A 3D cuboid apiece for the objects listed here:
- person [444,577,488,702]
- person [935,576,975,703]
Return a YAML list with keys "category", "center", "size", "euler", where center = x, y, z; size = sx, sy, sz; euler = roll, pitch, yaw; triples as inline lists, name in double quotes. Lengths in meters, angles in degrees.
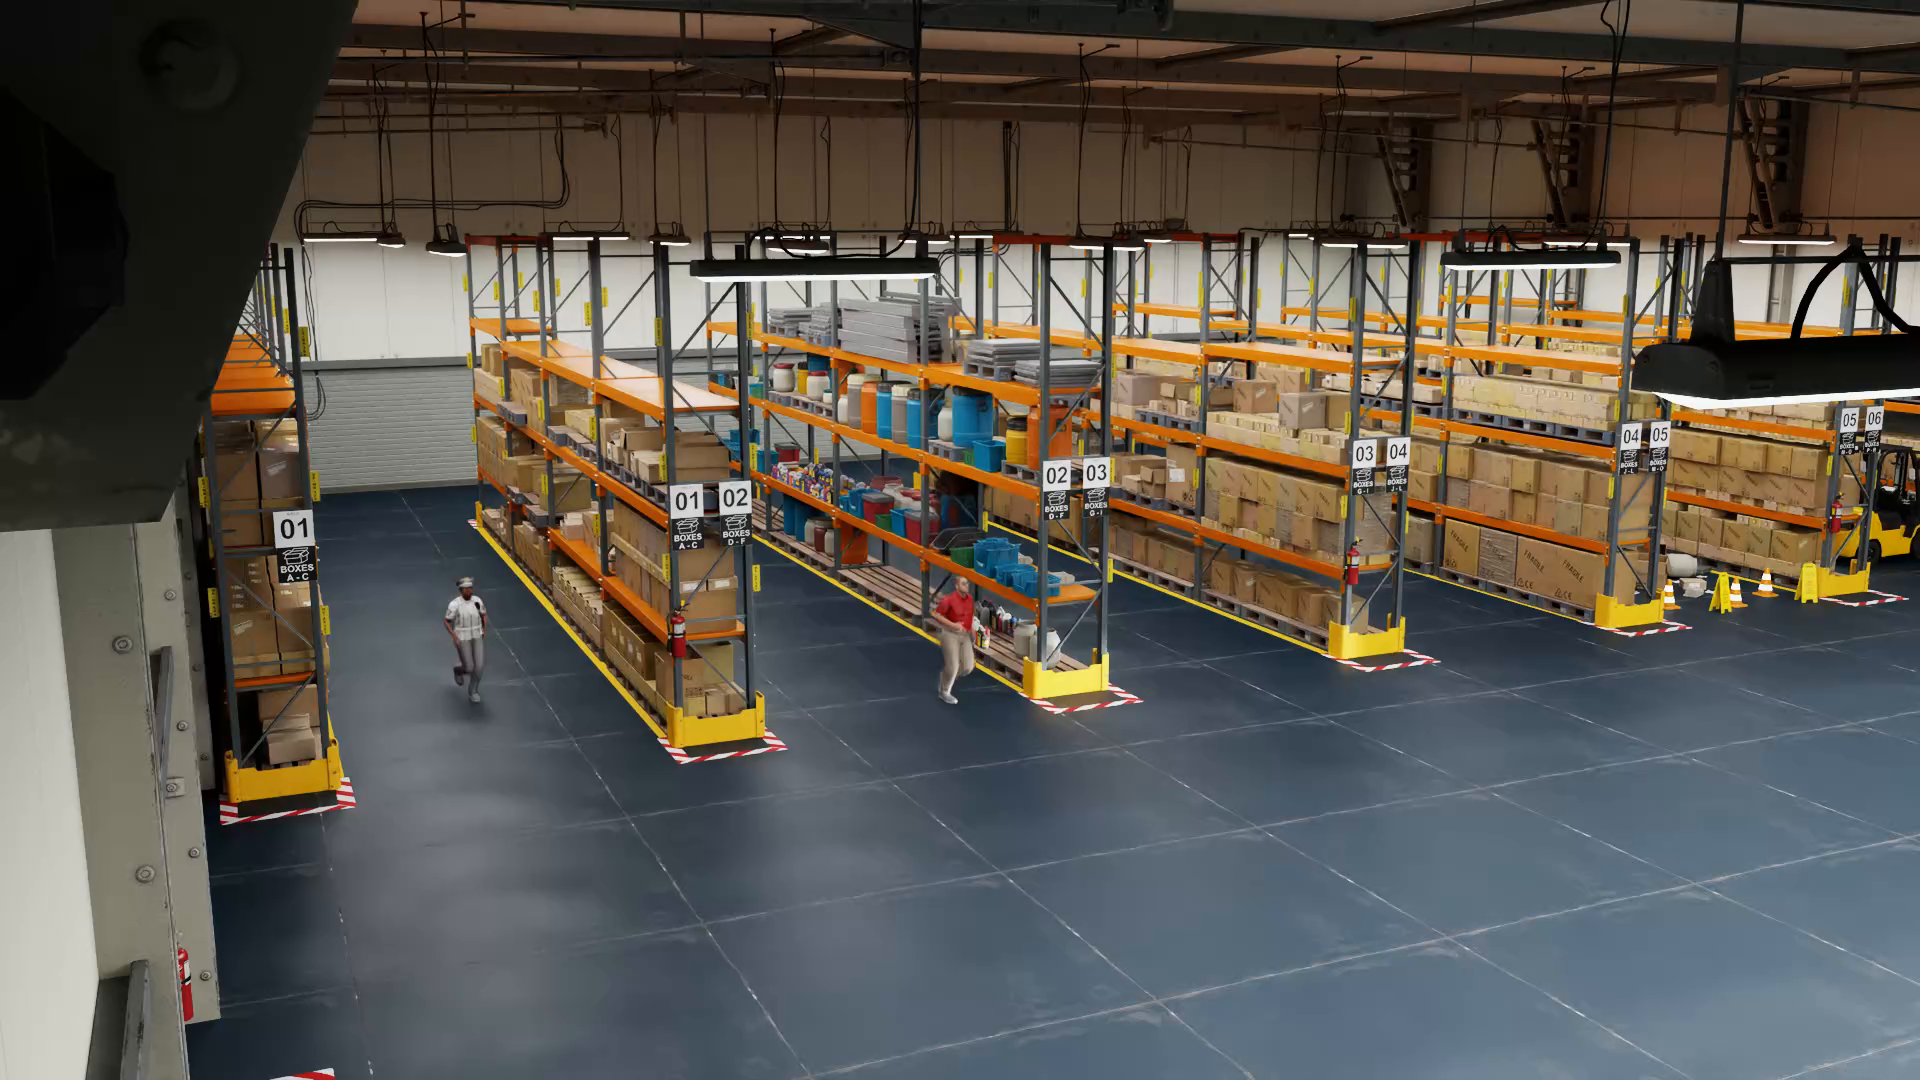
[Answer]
- category: "person"
  center: [-6.558, 1.296, 22.169]
  size: [0.582, 1.665, 0.578]
  euler: [-8, 13, -35]
- category: "person"
  center: [0.003, 1.305, 22.048]
  size: [0.684, 1.674, 0.598]
  euler: [-9, 14, -39]
